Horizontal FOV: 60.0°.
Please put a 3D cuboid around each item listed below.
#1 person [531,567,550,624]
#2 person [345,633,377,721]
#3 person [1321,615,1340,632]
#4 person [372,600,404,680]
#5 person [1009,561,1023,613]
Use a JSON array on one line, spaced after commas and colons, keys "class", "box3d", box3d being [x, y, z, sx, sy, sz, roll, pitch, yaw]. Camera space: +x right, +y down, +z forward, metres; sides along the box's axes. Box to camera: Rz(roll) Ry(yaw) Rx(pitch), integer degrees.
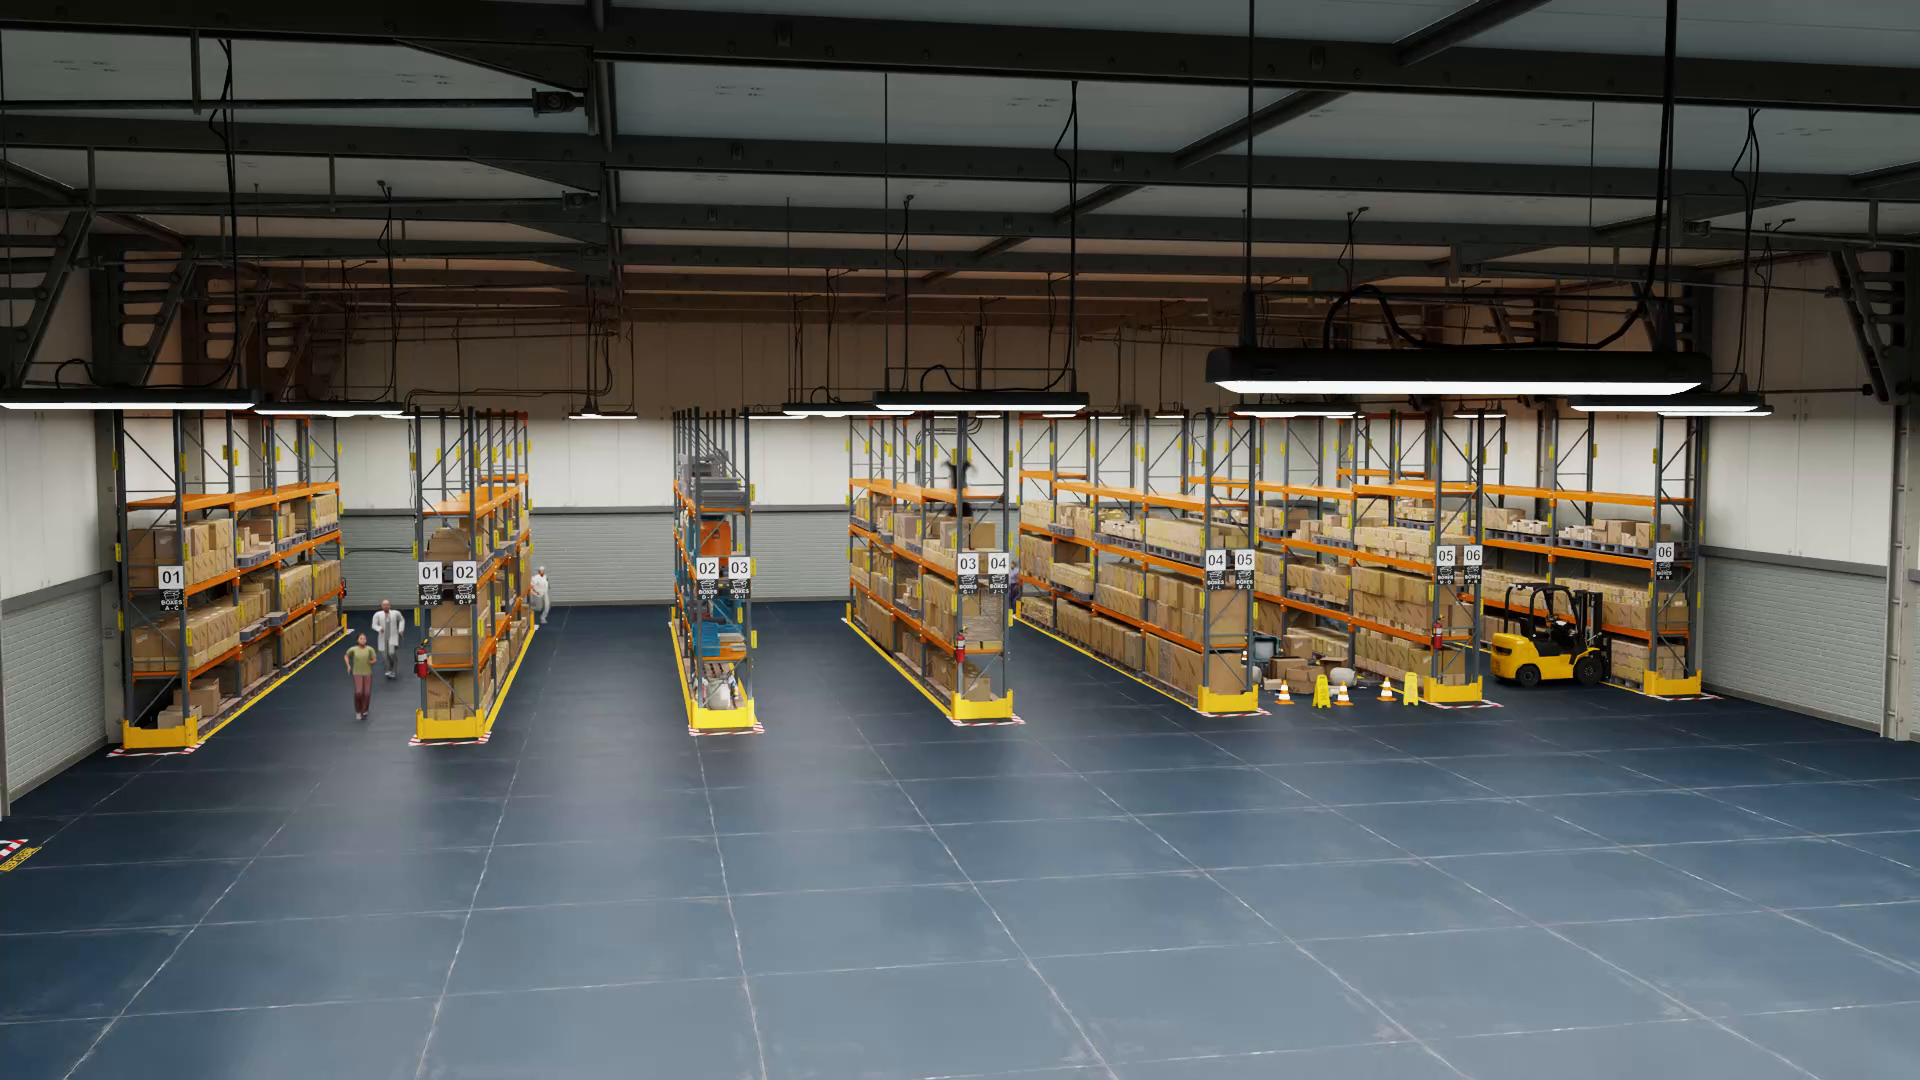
[{"class": "person", "box3d": [-11.984, 1.568, 47.315, 0.700, 1.619, 0.591, 3, 5, 36]}, {"class": "person", "box3d": [-11.477, 2.619, 31.910, 0.566, 1.688, 0.684, -2, 5, -27]}, {"class": "person", "box3d": [10.018, 1.761, 45.187, 0.686, 1.469, 0.989, -2, 5, -31]}, {"class": "person", "box3d": [-12.721, 2.215, 36.965, 0.653, 1.780, 0.850, -1, 4, -11]}, {"class": "person", "box3d": [1.710, 1.410, 49.671, 0.579, 1.590, 0.612, -1, 4, -20]}]
